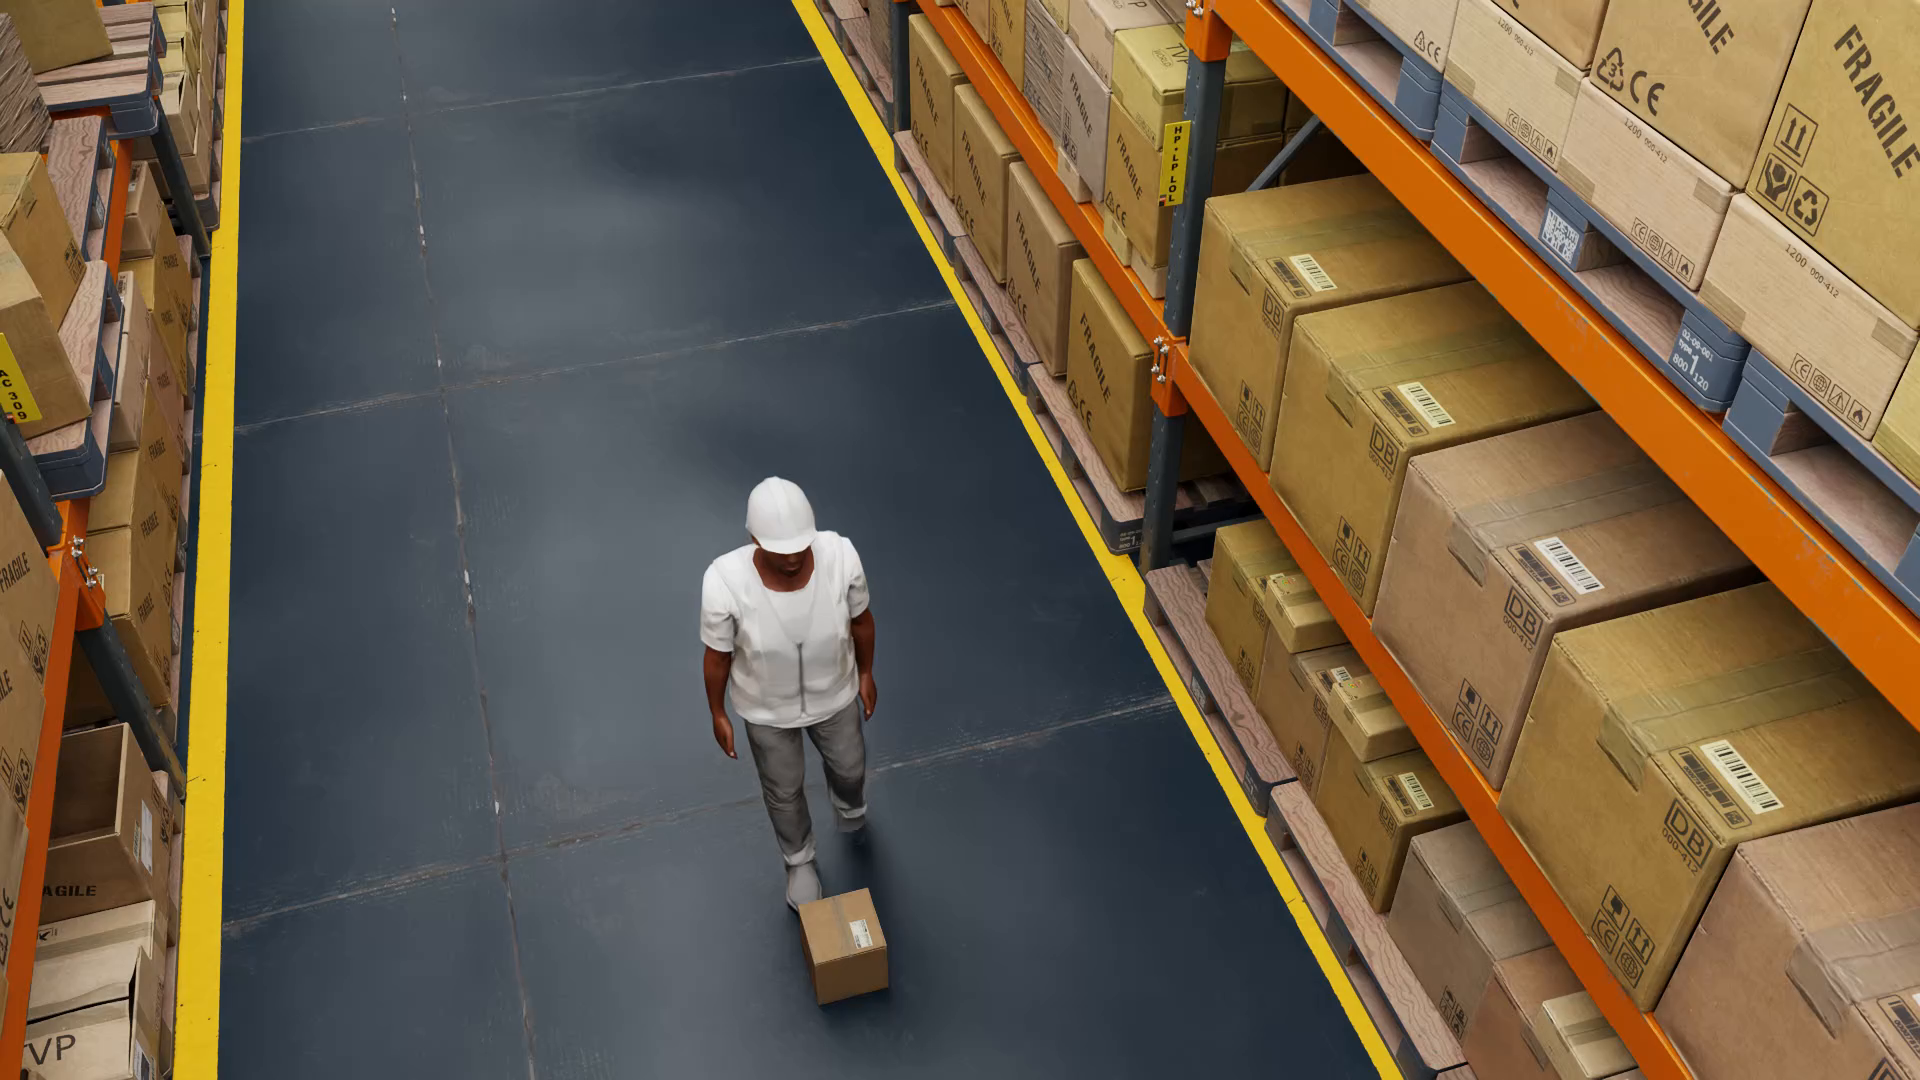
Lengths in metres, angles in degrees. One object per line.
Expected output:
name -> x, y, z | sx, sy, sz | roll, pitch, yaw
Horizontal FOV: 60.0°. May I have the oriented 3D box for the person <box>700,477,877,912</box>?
person -> -0.545, 0.551, 5.577 | 0.585, 1.834, 0.516 | -12, 43, -13
